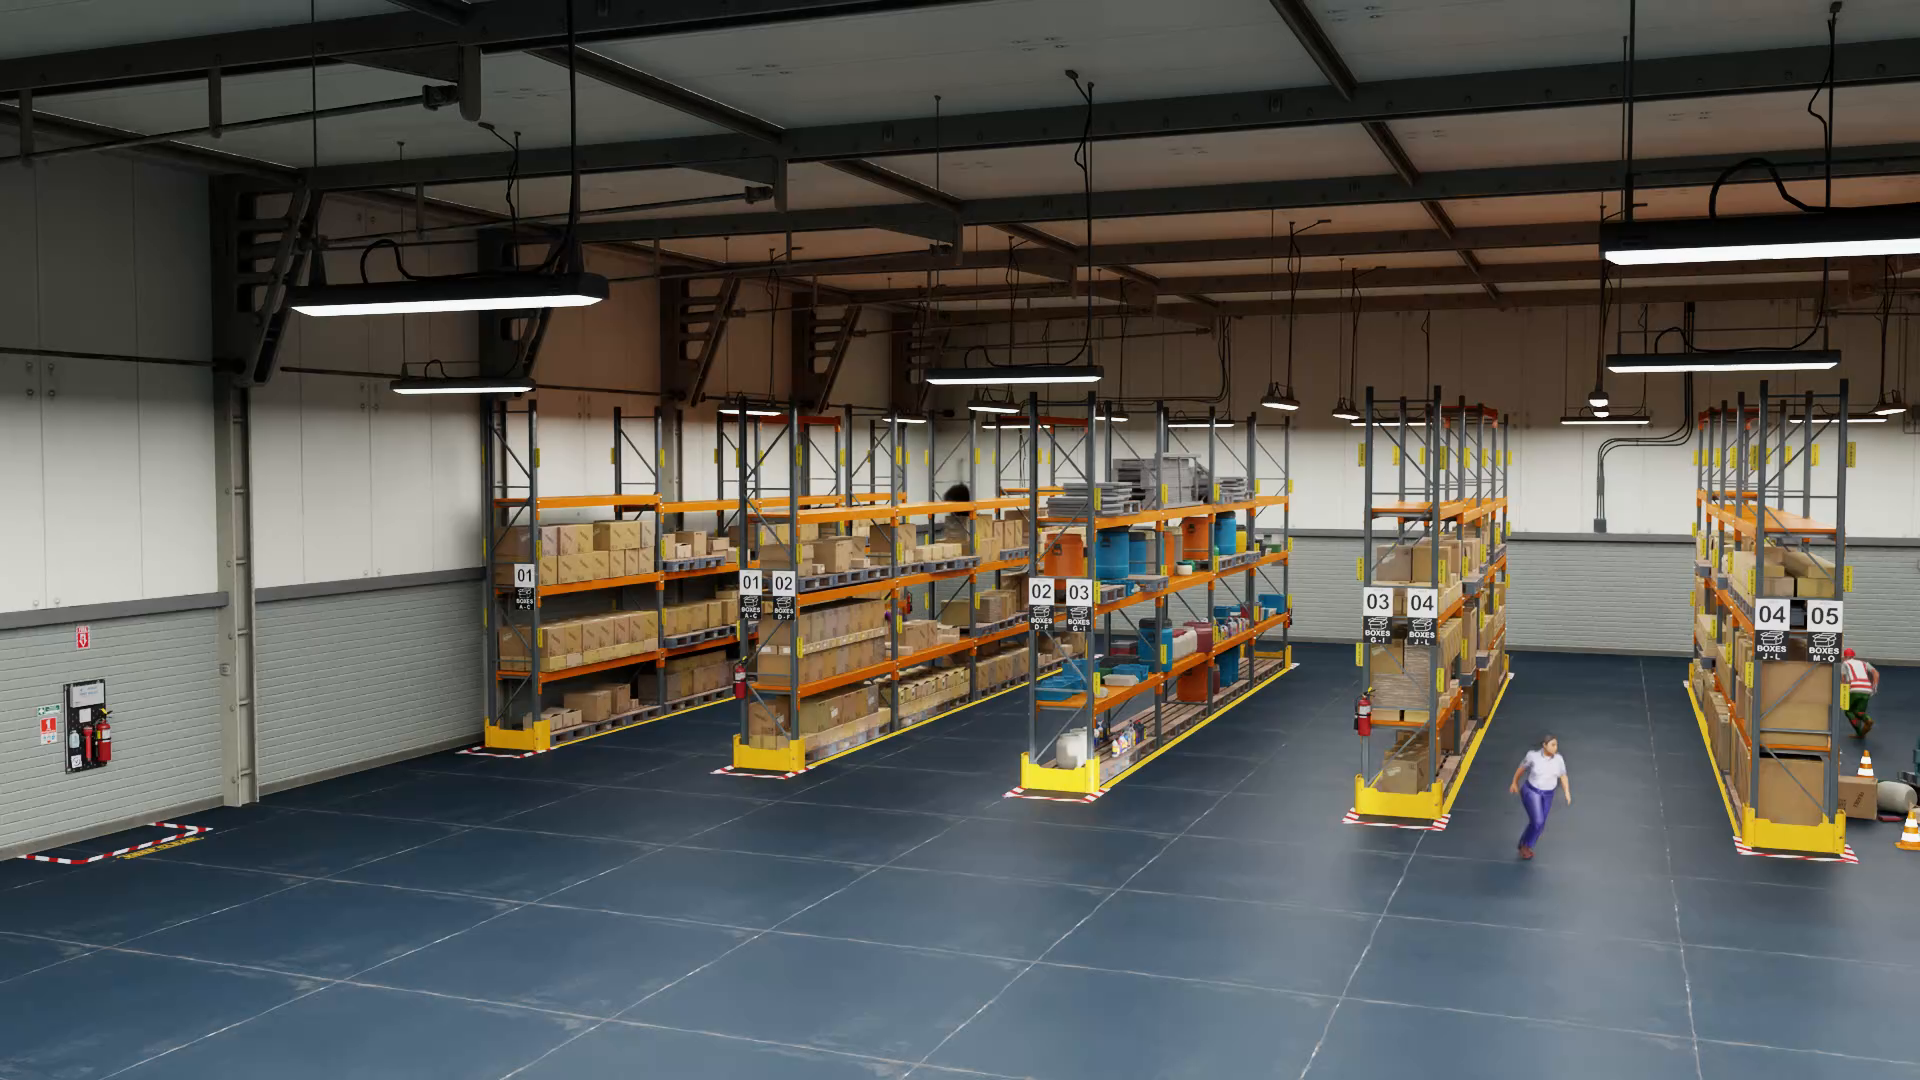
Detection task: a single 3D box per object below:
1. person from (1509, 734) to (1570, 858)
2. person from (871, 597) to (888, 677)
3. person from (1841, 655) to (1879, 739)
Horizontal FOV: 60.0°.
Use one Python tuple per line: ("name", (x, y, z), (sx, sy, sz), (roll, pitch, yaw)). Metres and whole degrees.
("person", (7.235, 3.180, 20.681), (0.557, 1.587, 0.761), (-1, 3, -13))
("person", (-2.005, 2.223, 38.330), (0.632, 1.823, 0.808), (1, 3, 19))
("person", (16.079, 2.780, 29.696), (0.681, 1.531, 0.900), (0, 3, 0))
